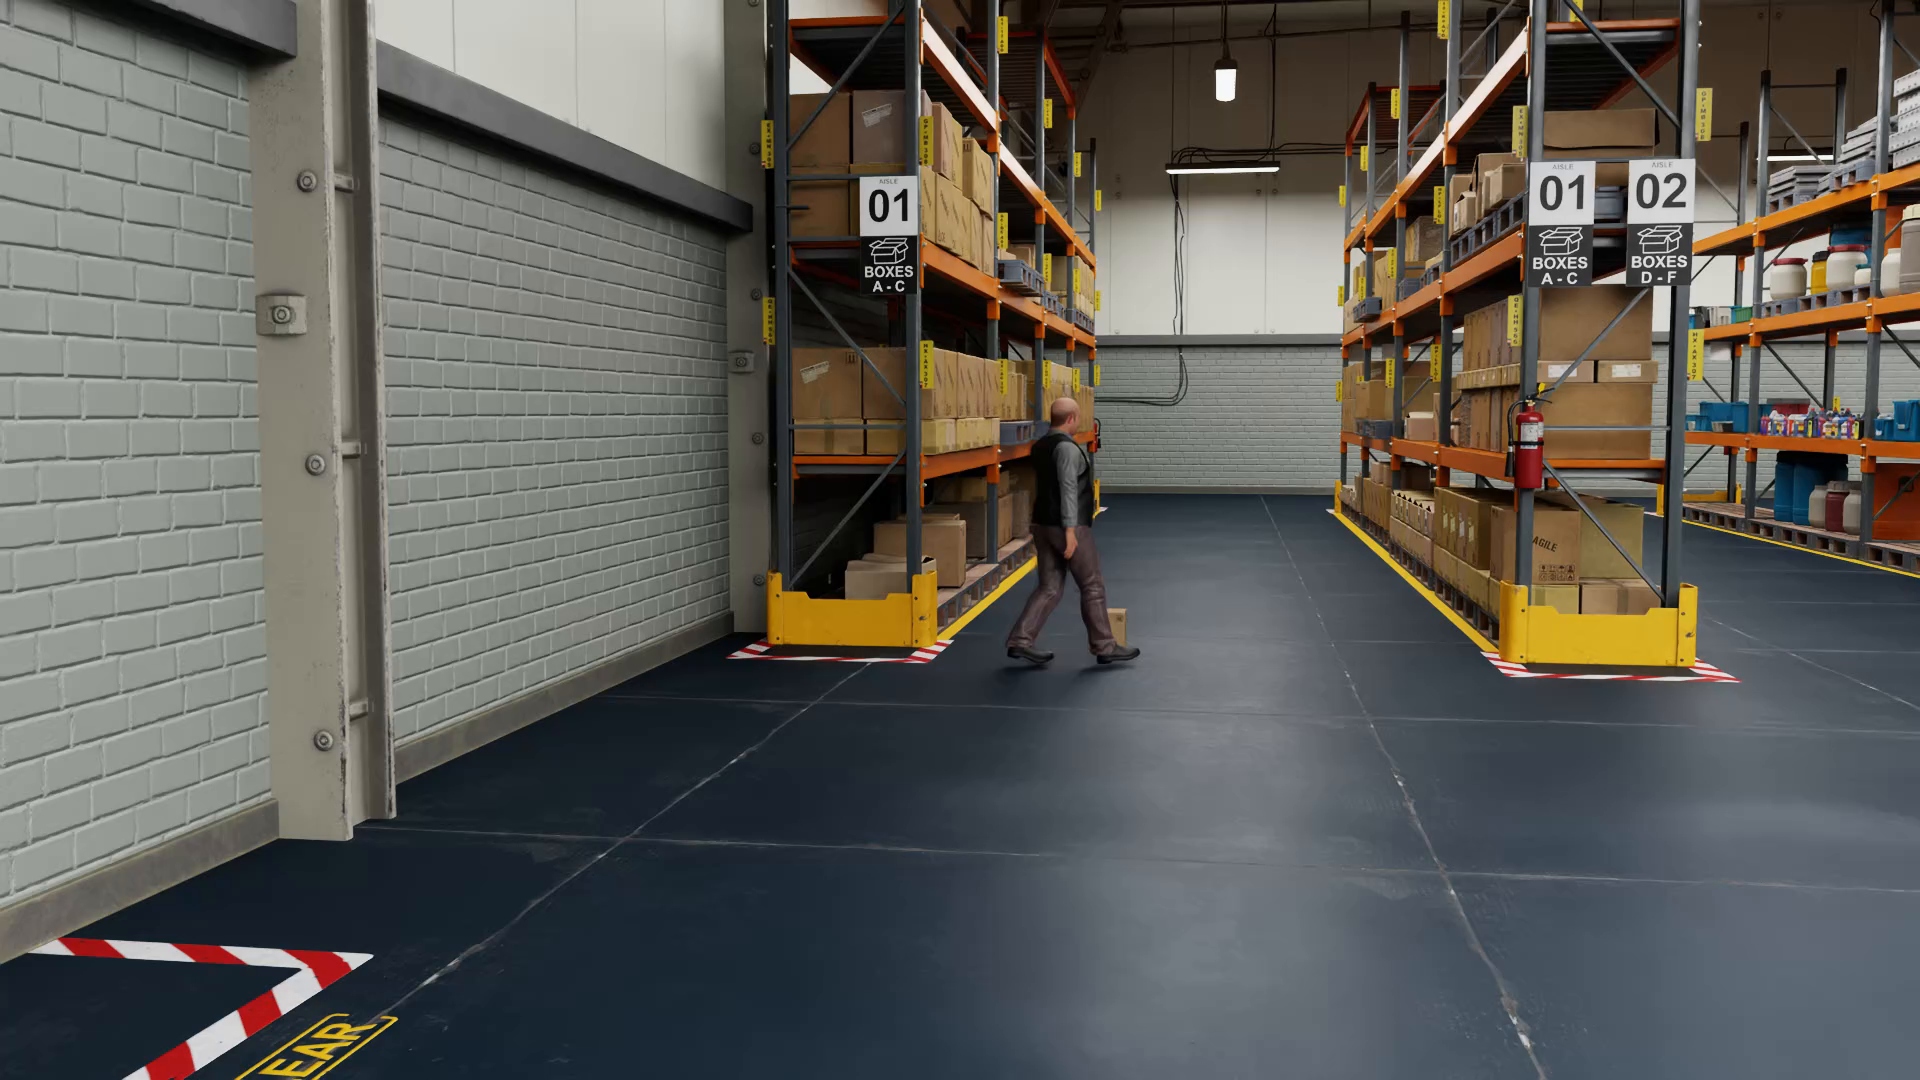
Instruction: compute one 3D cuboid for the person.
[{"bbox_3d":[0.699,-0.060,10.612,0.855,1.694,0.573,-2,5,-24],"label":"person"}]
